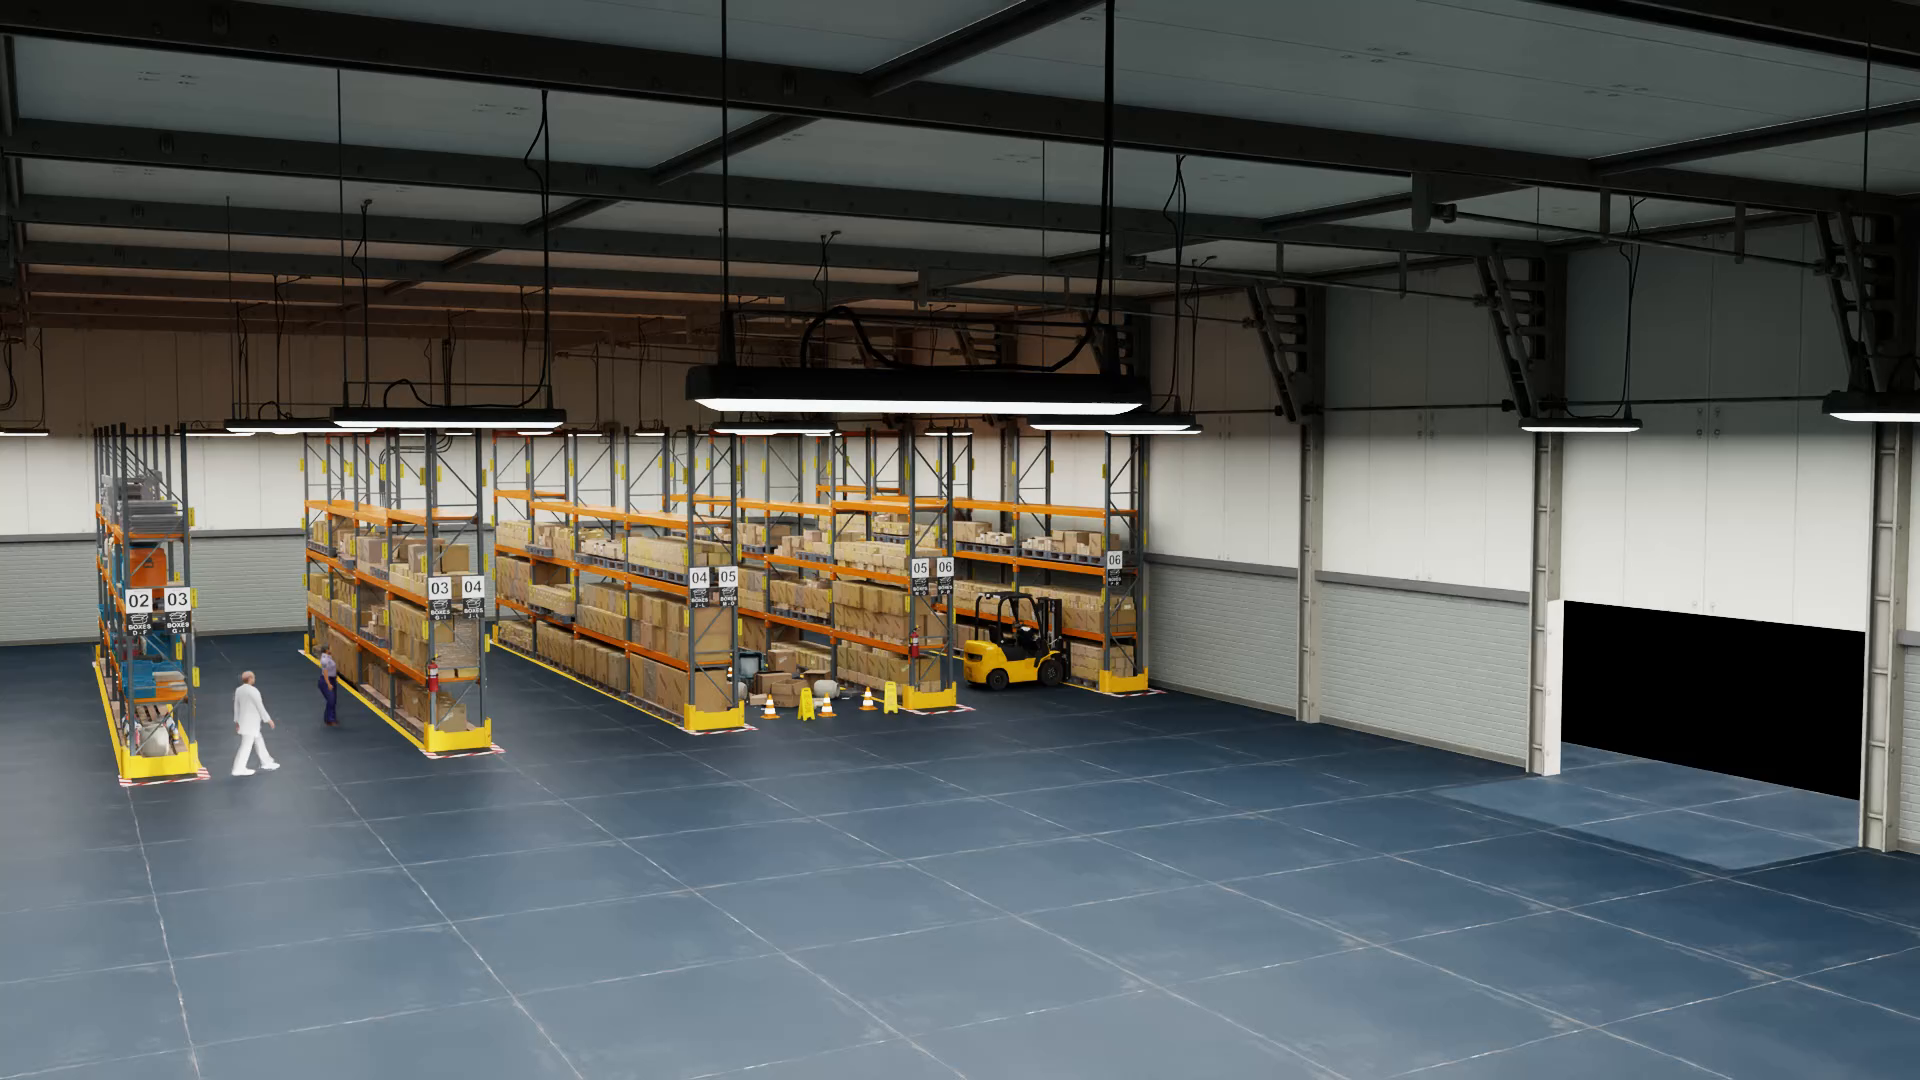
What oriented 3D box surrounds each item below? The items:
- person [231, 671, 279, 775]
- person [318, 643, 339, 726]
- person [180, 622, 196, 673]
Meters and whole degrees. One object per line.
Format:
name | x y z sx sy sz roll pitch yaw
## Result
person | -12.061 3.106 28.451 0.661 1.746 0.959 3 4 39
person | -12.635 2.916 33.434 0.487 1.703 0.488 0 3 2
person | -18.695 2.468 40.197 0.421 1.644 0.959 -3 4 -36
